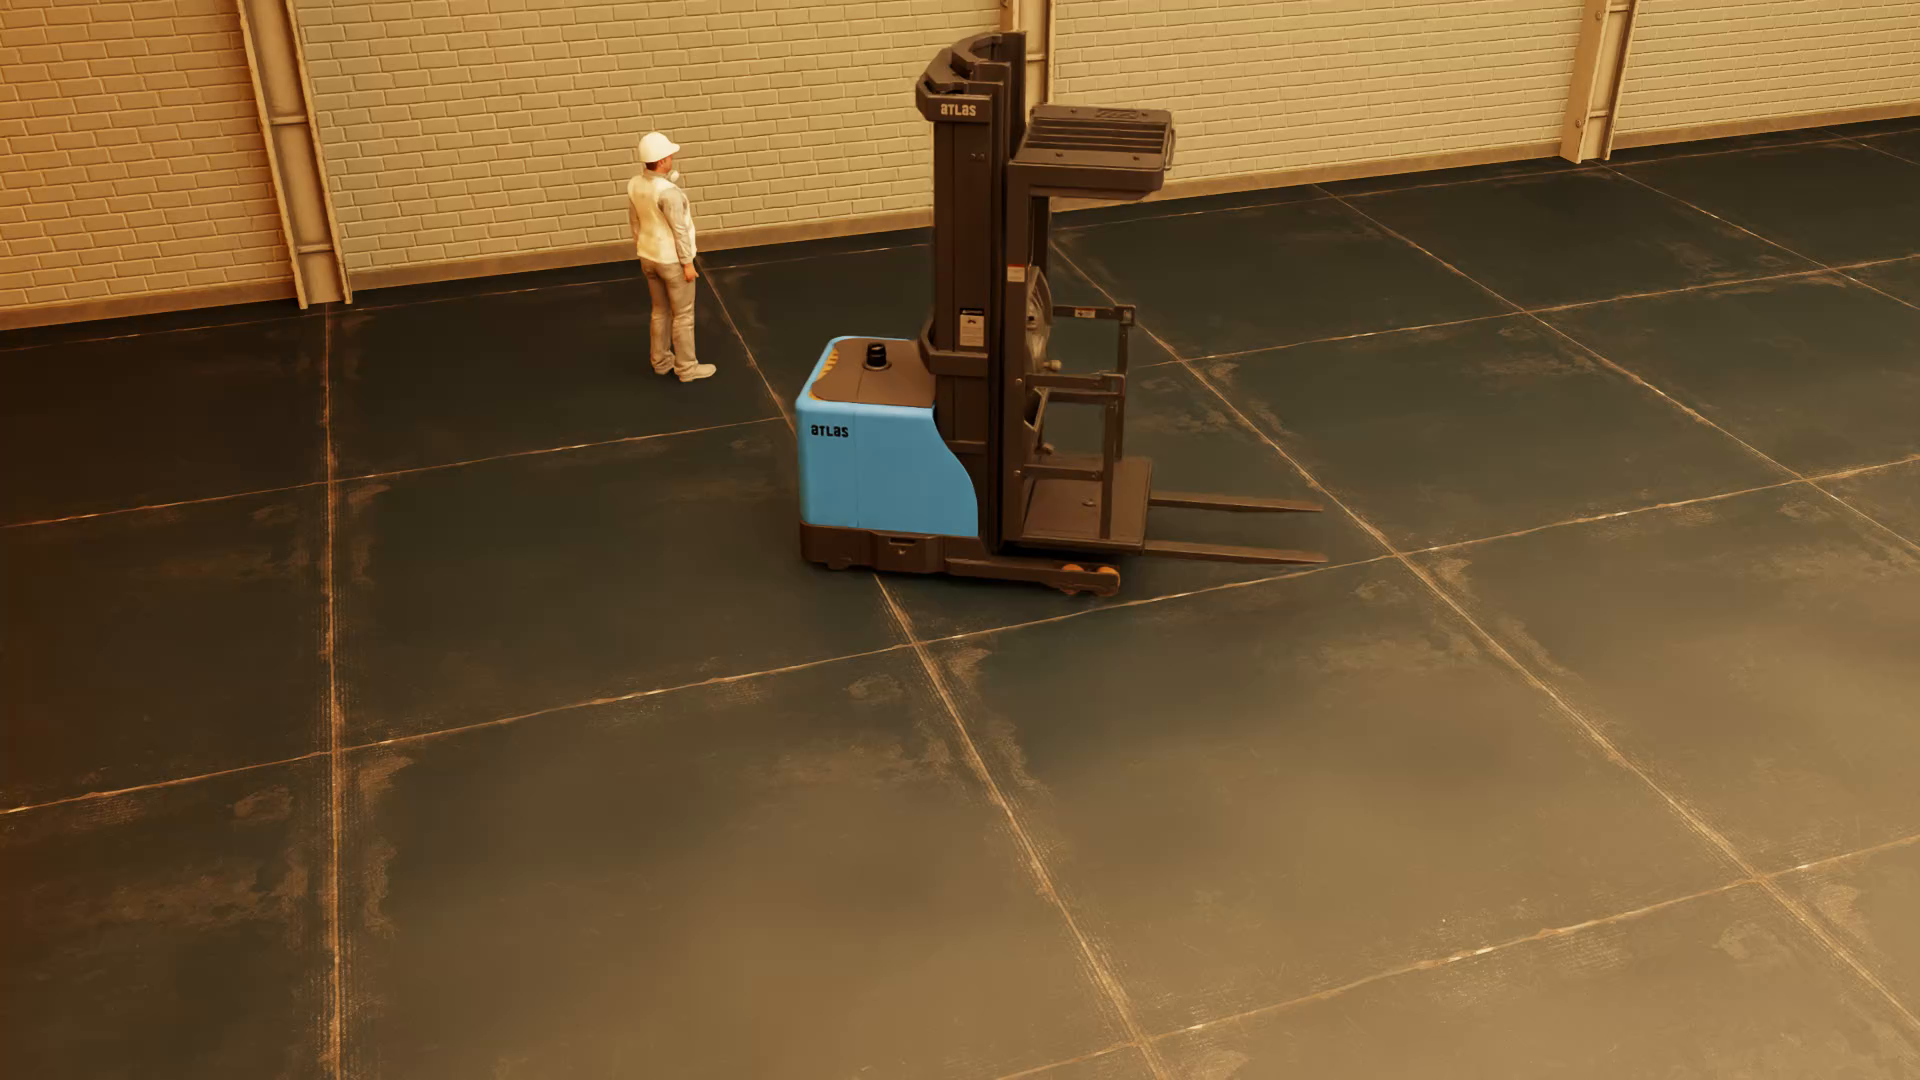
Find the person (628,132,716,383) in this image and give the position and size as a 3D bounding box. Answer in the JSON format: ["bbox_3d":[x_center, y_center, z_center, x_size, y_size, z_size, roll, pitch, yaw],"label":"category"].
[{"bbox_3d":[-2.054,-1.995,11.716,0.538,1.777,0.365,23,37,34],"label":"person"}]

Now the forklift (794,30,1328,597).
[{"bbox_3d":[0.625,-1.233,9.230,3.031,2.935,1.130,4,30,8],"label":"forklift"}]
